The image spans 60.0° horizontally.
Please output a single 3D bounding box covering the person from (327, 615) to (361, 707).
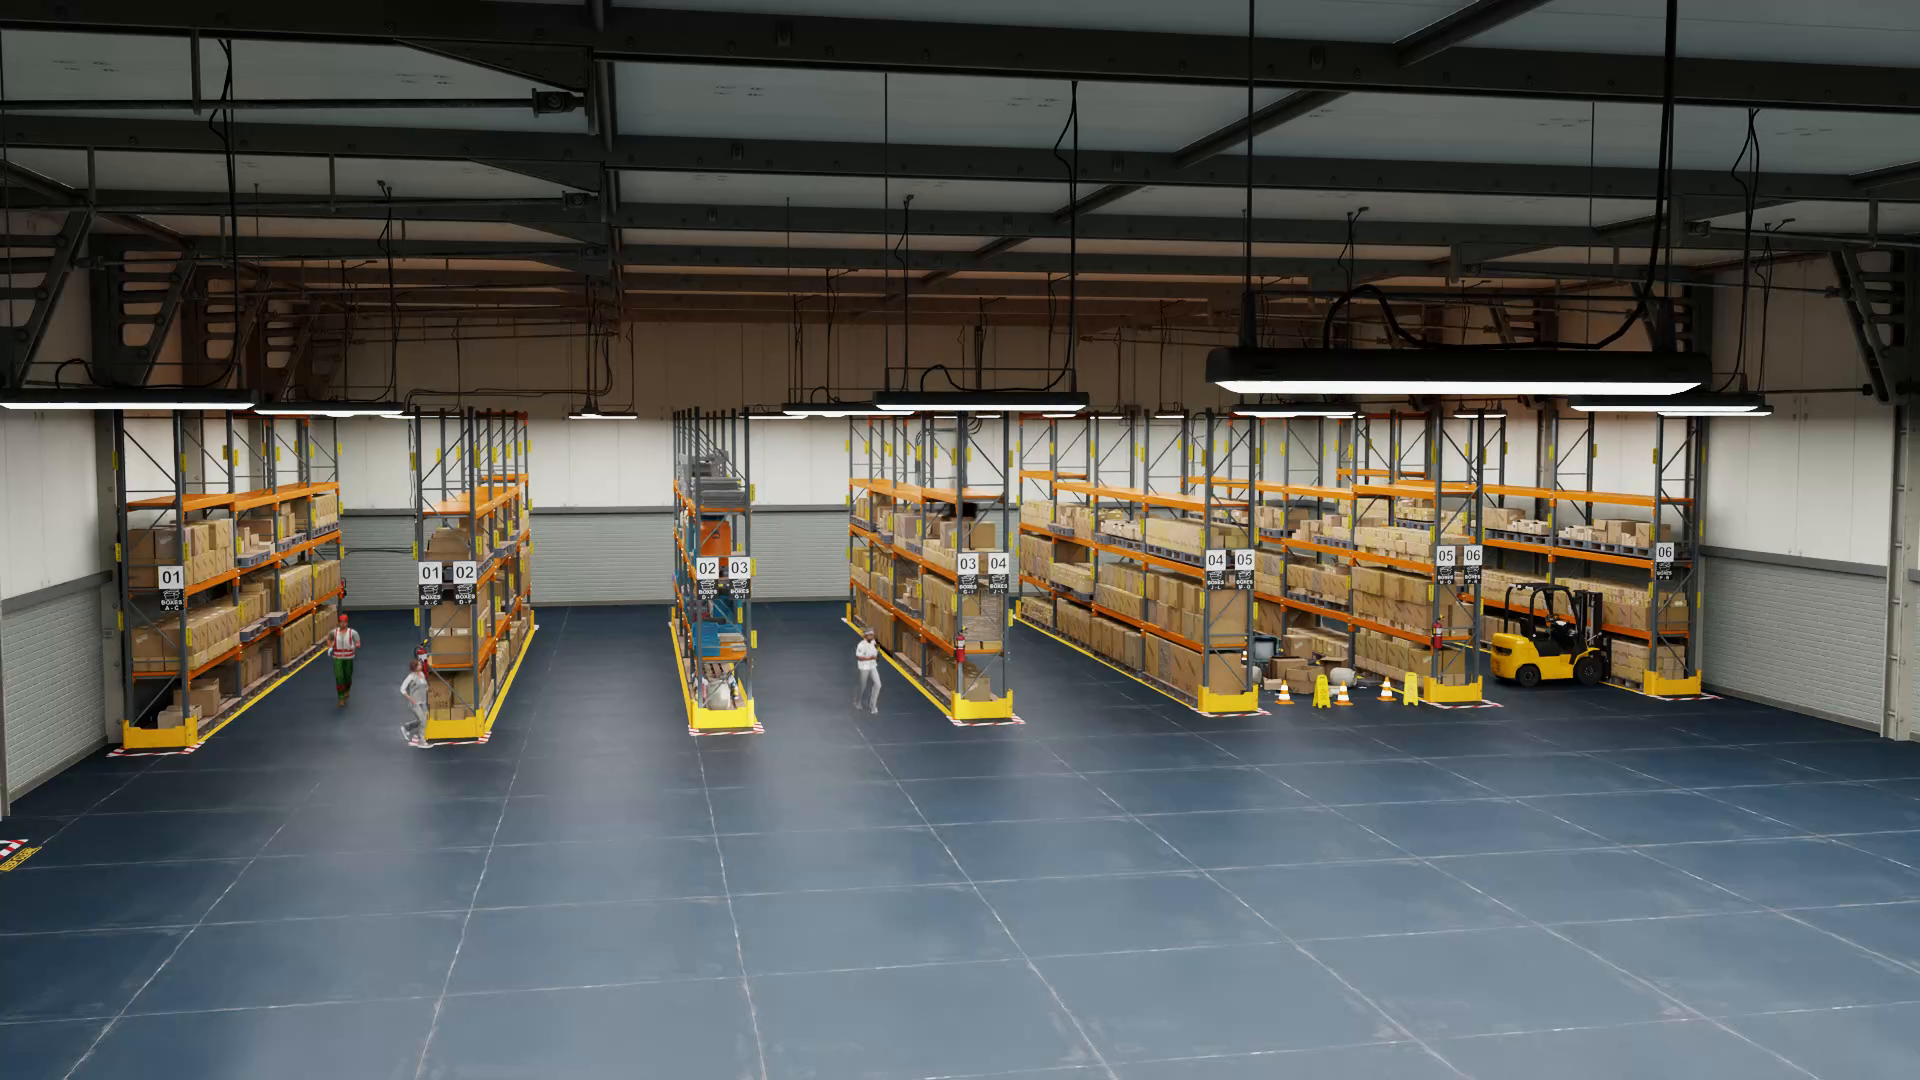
[{"bbox_3d":[-12.480,2.416,33.689,0.652,1.805,0.983,-1,4,-19],"label":"person"}]

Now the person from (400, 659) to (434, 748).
[{"bbox_3d":[-9.563,2.866,29.161,0.678,1.562,0.536,1,4,20],"label":"person"}]

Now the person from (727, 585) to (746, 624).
[{"bbox_3d":[-6.357,1.470,47.517,0.935,1.789,0.717,2,5,31],"label":"person"}]

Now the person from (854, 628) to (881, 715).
[{"bbox_3d":[-1.837,2.561,32.751,0.598,1.725,0.835,-3,5,-37],"label":"person"}]
